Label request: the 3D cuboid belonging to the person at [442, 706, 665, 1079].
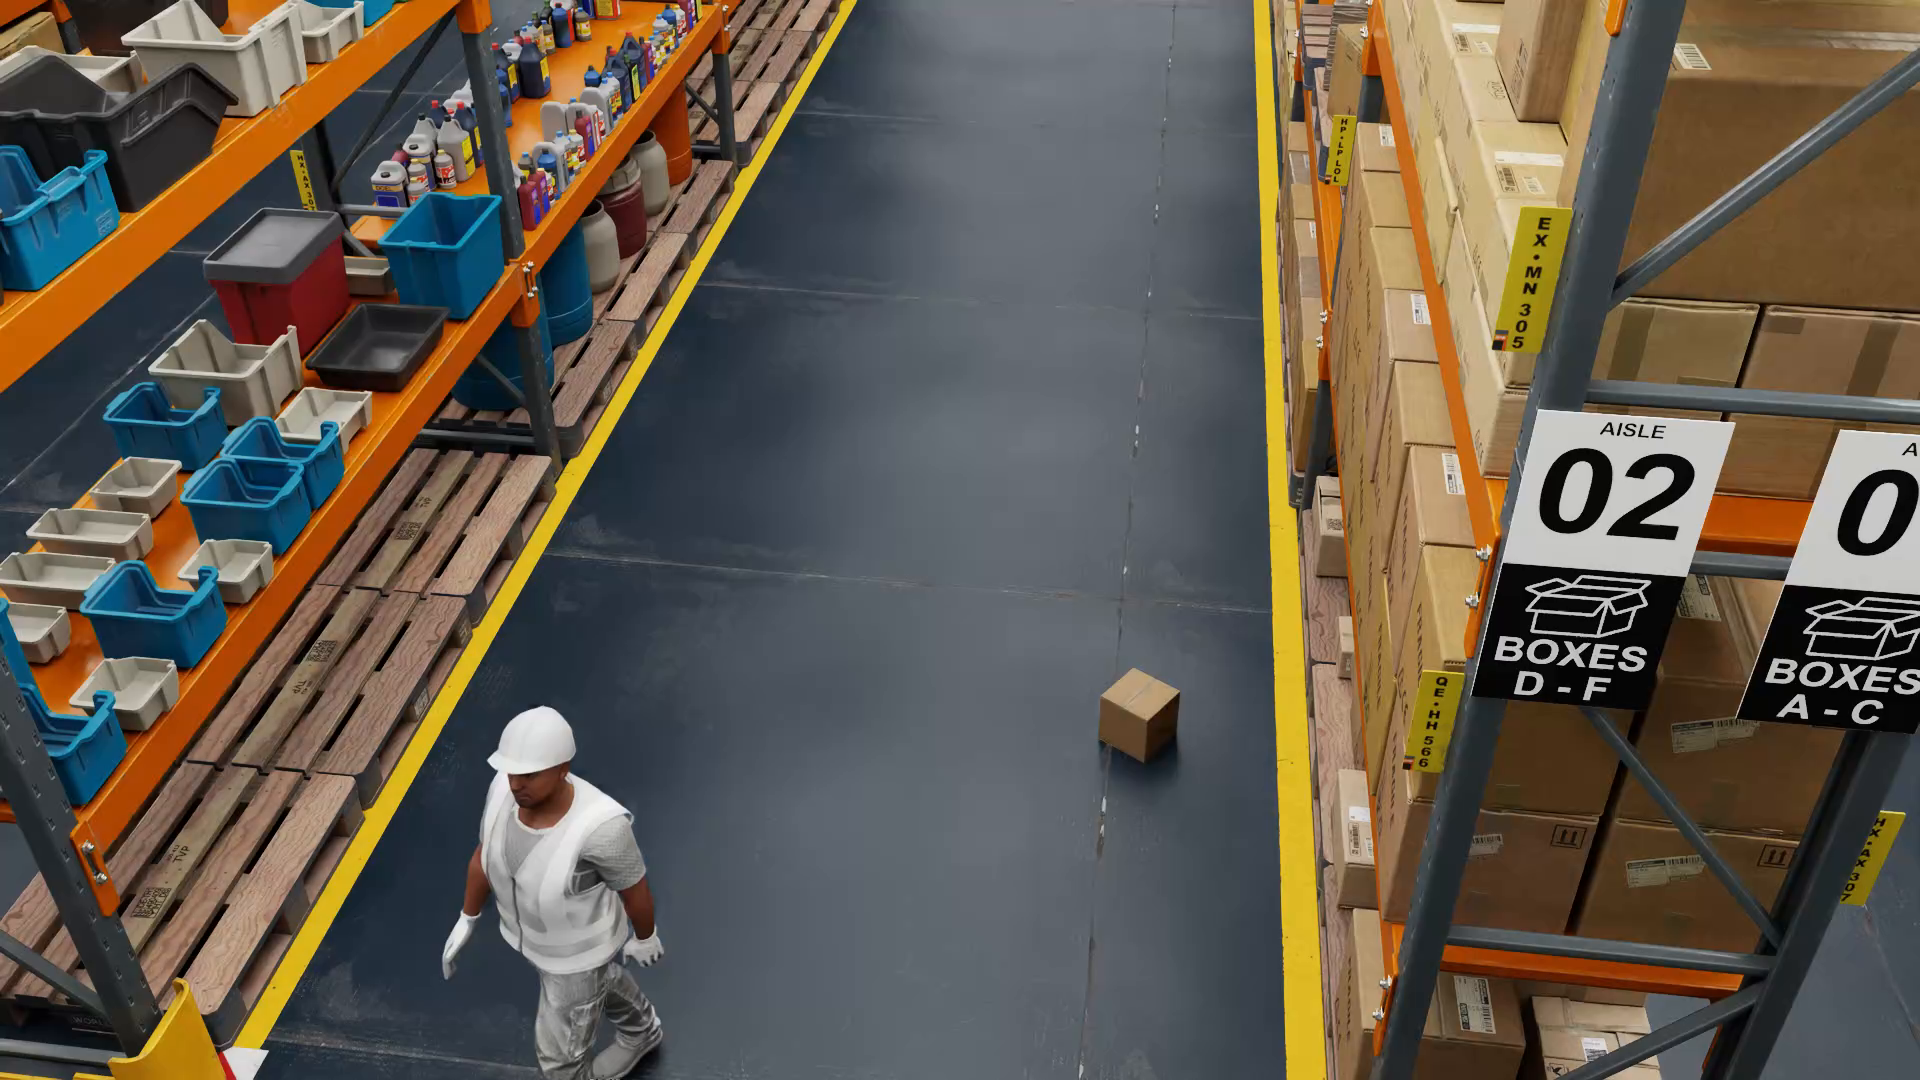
[{"bbox_3d":[-1.340,1.294,5.207,0.548,1.754,0.898,25,43,31],"label":"person"}]
